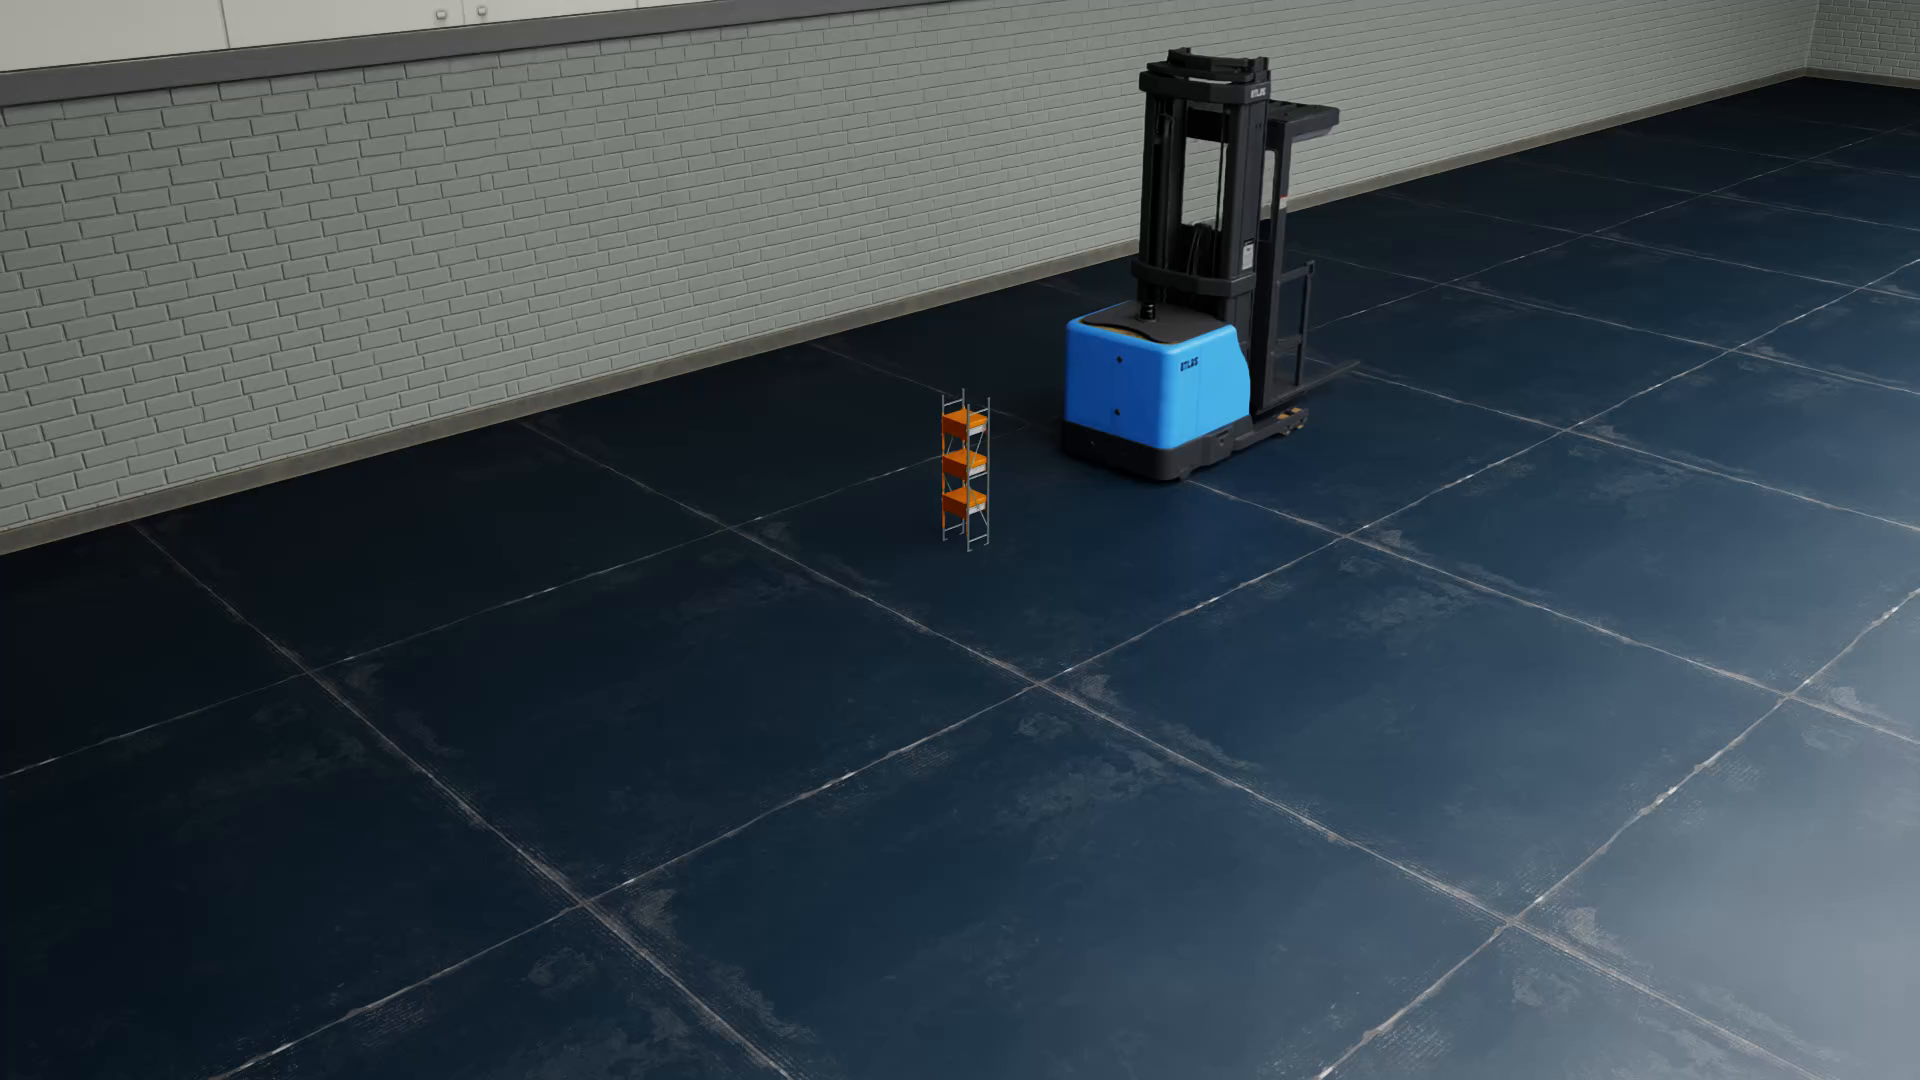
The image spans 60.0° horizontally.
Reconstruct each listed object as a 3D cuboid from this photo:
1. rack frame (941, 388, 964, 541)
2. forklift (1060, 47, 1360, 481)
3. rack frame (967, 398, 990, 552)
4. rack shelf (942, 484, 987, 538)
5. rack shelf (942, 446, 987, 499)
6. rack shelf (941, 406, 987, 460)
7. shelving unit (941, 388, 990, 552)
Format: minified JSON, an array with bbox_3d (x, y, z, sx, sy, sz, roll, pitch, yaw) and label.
[{"bbox_3d":[-0.047,-0.498,11.182,0.200,1.050,0.008,-21,32,-38],"label":"rack frame"},{"bbox_3d":[2.140,-2.291,12.846,1.130,2.935,3.031,21,32,38],"label":"forklift"},{"bbox_3d":[0.120,-0.424,11.020,0.200,1.050,0.008,-21,32,-38],"label":"rack frame"},{"bbox_3d":[0.037,-0.199,11.221,0.215,0.259,0.240,-21,32,-38],"label":"rack shelf"},{"bbox_3d":[0.037,-0.452,11.106,0.215,0.259,0.240,-21,32,-38],"label":"rack shelf"},{"bbox_3d":[0.037,-0.710,10.988,0.215,0.259,0.240,-21,32,-38],"label":"rack shelf"},{"bbox_3d":[0.037,-0.461,11.101,0.215,1.050,0.252,-21,32,-38],"label":"shelving unit"}]
